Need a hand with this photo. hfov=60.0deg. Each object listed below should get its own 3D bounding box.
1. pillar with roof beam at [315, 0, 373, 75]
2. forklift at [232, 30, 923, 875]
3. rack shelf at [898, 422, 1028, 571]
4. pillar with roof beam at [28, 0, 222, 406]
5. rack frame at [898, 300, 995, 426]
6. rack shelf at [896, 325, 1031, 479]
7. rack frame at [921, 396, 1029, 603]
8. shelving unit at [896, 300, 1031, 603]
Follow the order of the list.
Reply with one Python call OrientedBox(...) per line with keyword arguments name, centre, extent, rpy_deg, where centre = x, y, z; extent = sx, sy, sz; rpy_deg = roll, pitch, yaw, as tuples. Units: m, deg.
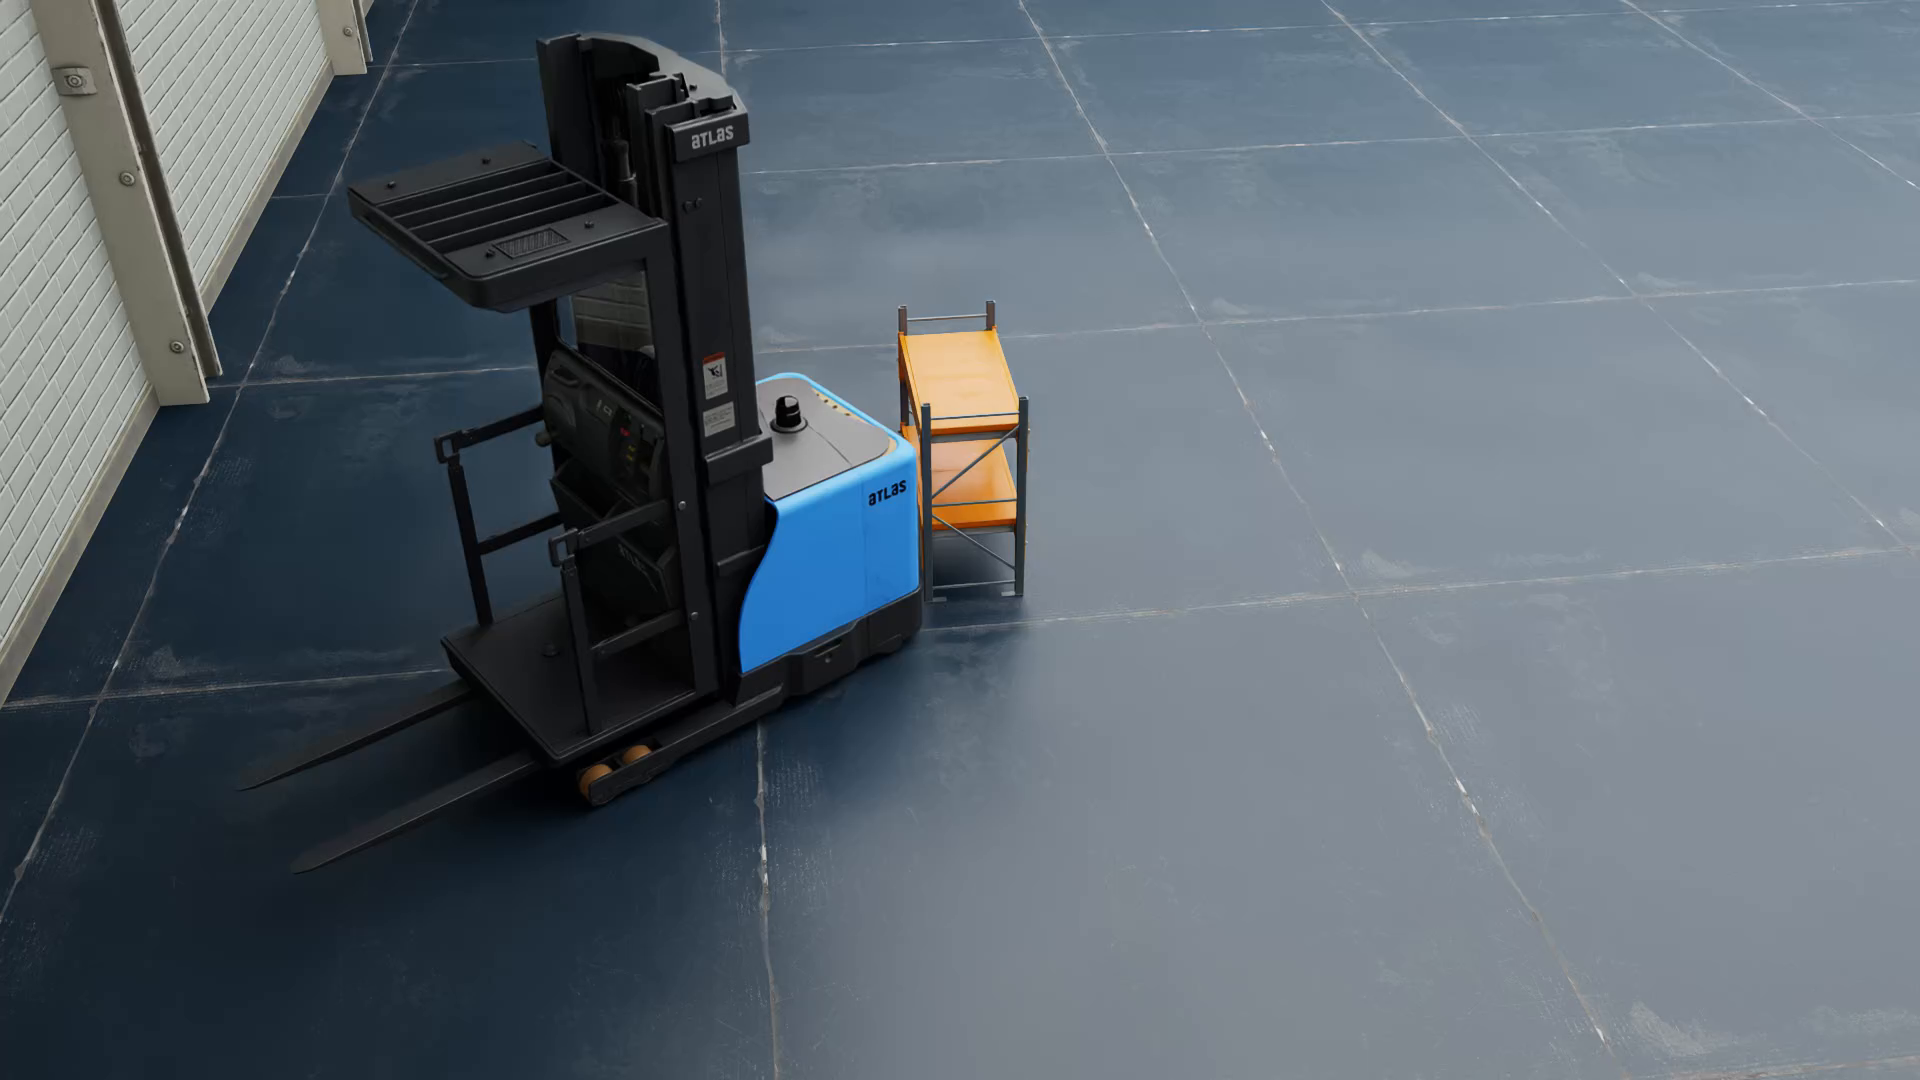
OrientedBox(name="pillar with roof beam", centre=(-1.225, -8.313, 12.957), extent=(9.100, 9.000, 0.400), rpy_deg=(-4, 35, -6))
OrientedBox(name="forklift", centre=(-1.636, -0.421, 6.765), extent=(3.031, 2.935, 1.130), rpy_deg=(-25, 42, -32))
OrientedBox(name="rack shelf", centre=(0.001, -0.259, 8.565), extent=(0.538, 0.278, 1.000), rpy_deg=(-4, 35, -6))
OrientedBox(name="pillar with roof beam", centre=(-0.418, -4.964, 8.044), extent=(9.100, 9.000, 0.400), rpy_deg=(-4, 35, -6))
OrientedBox(name="rack frame", centre=(-0.067, -0.745, 8.844), extent=(0.500, 1.125, 0.032), rpy_deg=(-4, 35, -6))
OrientedBox(name="rack shelf", centre=(0.001, -0.703, 8.263), extent=(0.538, 0.278, 1.000), rpy_deg=(-4, 35, -6))
OrientedBox(name="rack frame", centre=(0.069, -0.177, 8.011), extent=(0.500, 1.125, 0.032), rpy_deg=(-4, 35, -6))
OrientedBox(name="shelving unit", centre=(0.001, -0.461, 8.428), extent=(0.538, 1.125, 1.048), rpy_deg=(-4, 35, -6))
